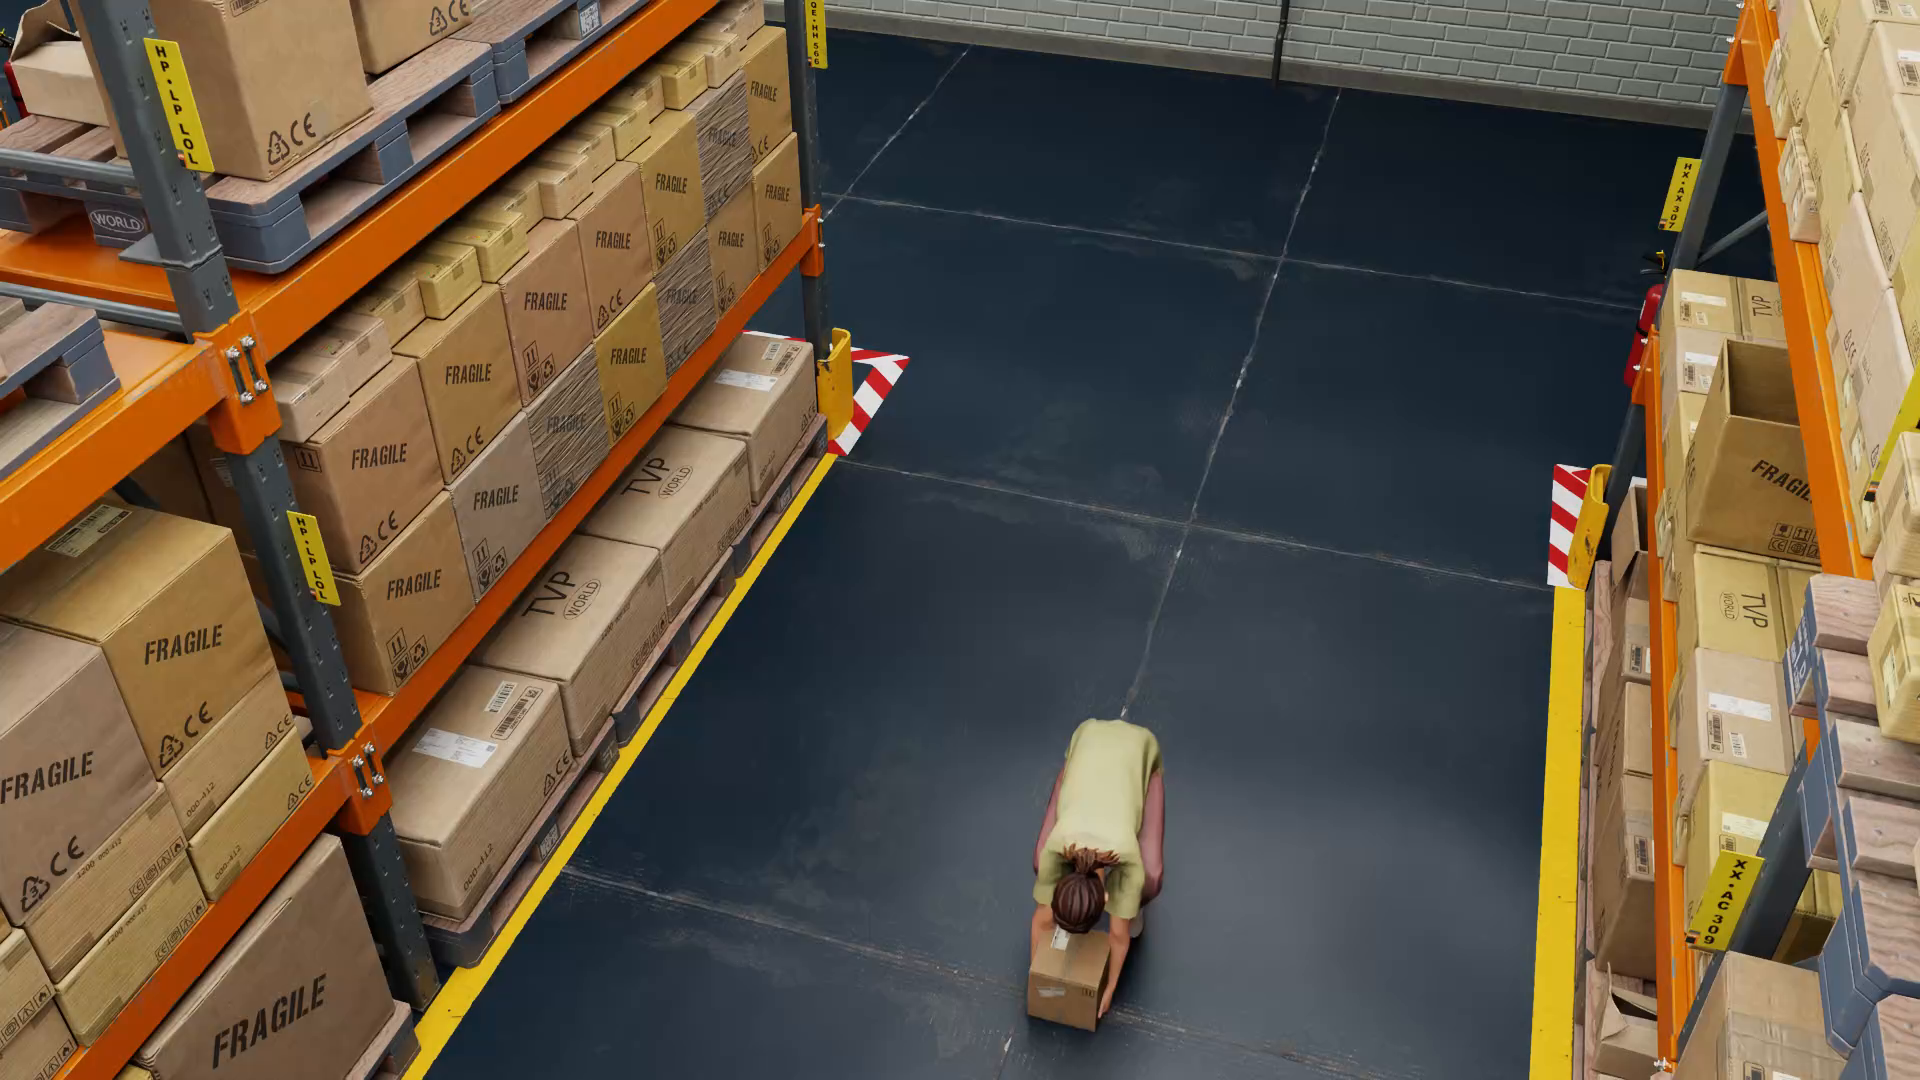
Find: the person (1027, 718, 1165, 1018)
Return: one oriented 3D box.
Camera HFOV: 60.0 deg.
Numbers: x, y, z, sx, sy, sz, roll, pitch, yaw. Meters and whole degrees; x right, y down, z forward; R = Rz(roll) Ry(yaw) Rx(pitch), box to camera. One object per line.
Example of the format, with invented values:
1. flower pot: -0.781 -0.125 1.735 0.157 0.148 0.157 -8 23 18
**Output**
1. person: 0.506 1.172 6.056 0.476 0.835 0.855 9 38 12
